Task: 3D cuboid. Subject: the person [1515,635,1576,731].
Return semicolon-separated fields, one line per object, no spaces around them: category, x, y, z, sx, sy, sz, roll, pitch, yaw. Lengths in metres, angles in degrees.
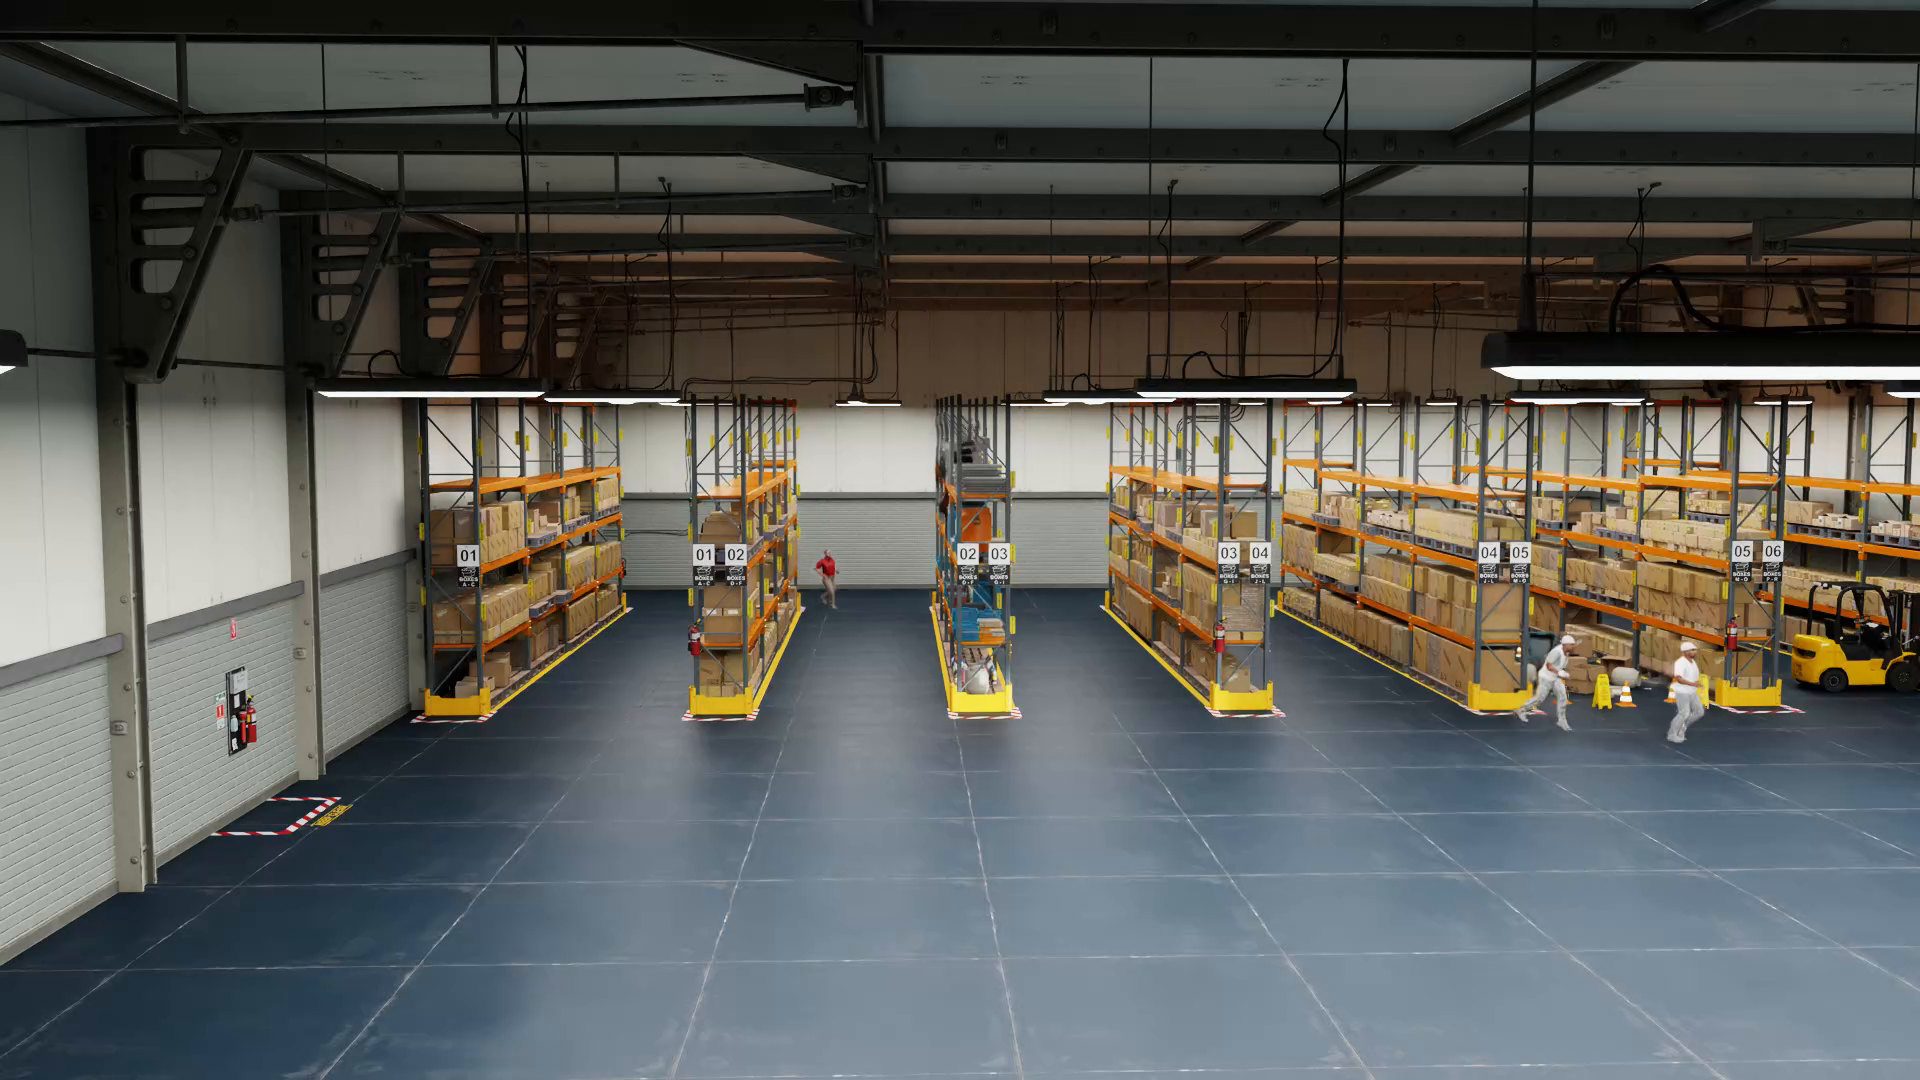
person;10.538;2.543;29.900;1.055;1.730;0.726;3;6;36

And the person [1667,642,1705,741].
person;12.511;2.612;28.529;0.736;1.743;0.646;-4;6;-40

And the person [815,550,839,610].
person;-3.826;1.134;47.722;0.755;1.710;0.677;4;6;40

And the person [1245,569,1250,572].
person;7.984;1.289;46.216;0.535;1.609;0.544;0;4;0
